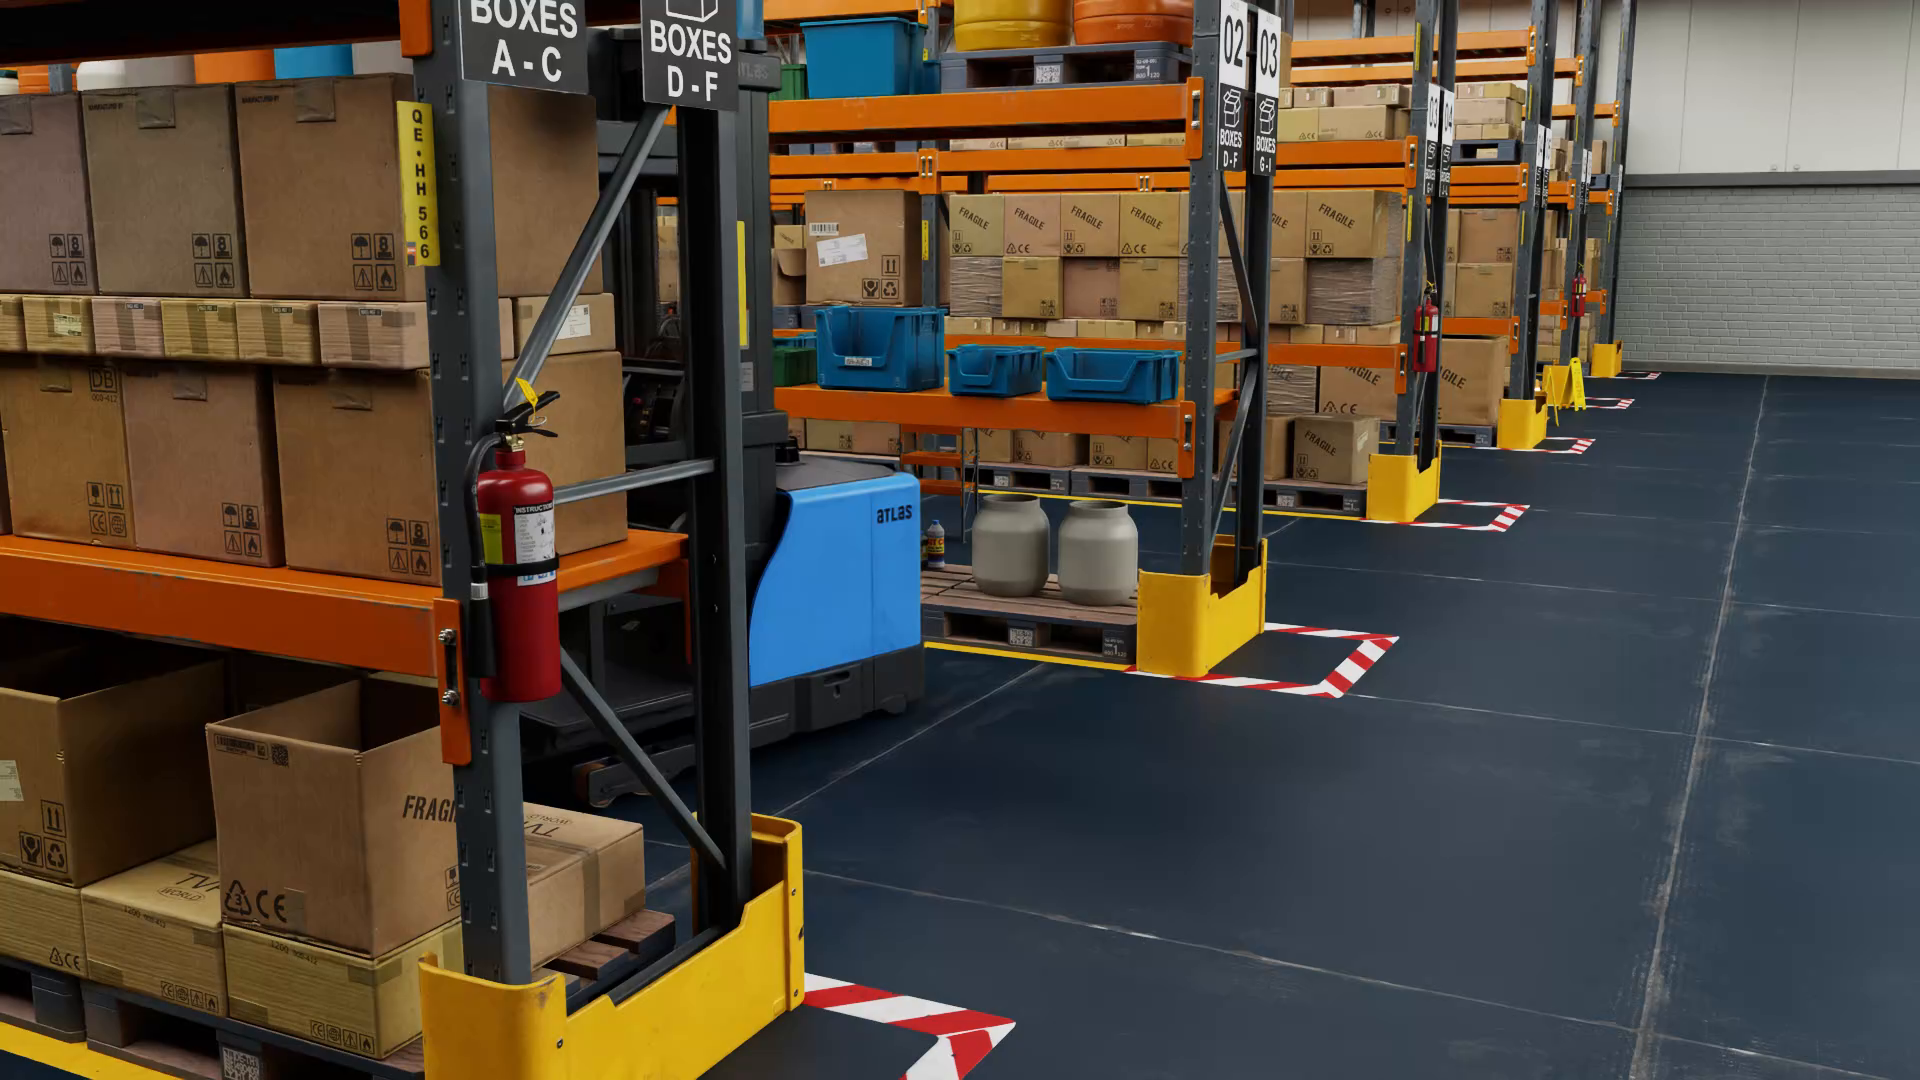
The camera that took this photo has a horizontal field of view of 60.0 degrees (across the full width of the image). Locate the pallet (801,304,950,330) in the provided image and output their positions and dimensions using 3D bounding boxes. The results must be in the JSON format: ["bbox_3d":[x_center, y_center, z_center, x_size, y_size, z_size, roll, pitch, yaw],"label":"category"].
[{"bbox_3d":[-0.668,-2.008,14.943,1.213,0.211,1.003,5,11,26],"label":"pallet"}]

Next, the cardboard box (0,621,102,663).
[{"bbox_3d":[-2.810,0.544,4.736,0.500,0.500,0.500,5,11,26],"label":"cardboard box"}]

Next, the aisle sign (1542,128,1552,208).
[{"bbox_3d":[6.022,-3.810,17.059,0.004,0.787,0.394,5,11,26],"label":"aisle sign"}]

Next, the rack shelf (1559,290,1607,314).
[{"bbox_3d":[8.324,-3.884,26.785,4.000,0.370,1.077,5,11,26],"label":"rack shelf"}]

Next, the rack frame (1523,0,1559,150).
[{"bbox_3d":[5.825,-5.440,16.522,0.127,3.000,1.000,5,11,26],"label":"rack frame"}]

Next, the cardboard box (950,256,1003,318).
[{"bbox_3d":[0.329,-2.170,14.179,0.500,0.500,0.875,5,11,26],"label":"cardboard box"}]

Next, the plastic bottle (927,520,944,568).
[{"bbox_3d":[-0.139,0.020,9.621,0.097,0.271,0.097,0,10,0],"label":"plastic bottle"}]

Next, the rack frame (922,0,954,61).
[{"bbox_3d":[-0.047,-4.971,13.931,0.127,3.000,1.000,5,11,26],"label":"rack frame"}]

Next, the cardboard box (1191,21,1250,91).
[{"bbox_3d":[2.038,-3.703,12.828,0.500,0.500,0.500,5,11,26],"label":"cardboard box"}]

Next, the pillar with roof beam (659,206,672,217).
[{"bbox_3d":[-8.155,-7.962,30.453,0.548,9.000,9.100,5,11,26],"label":"pillar with roof beam"}]

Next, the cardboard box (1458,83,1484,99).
[{"bbox_3d":[5.150,-4.481,16.652,0.250,0.149,0.380,5,11,26],"label":"cardboard box"}]

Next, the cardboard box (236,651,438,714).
[{"bbox_3d":[-1.678,0.538,4.770,0.500,0.500,0.500,5,11,26],"label":"cardboard box"}]

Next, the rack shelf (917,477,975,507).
[{"bbox_3d":[-0.148,-0.342,11.743,0.480,0.148,0.258,5,11,26],"label":"rack shelf"}]

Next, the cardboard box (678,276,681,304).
[{"bbox_3d":[-2.233,-2.299,15.250,0.500,0.250,0.500,5,11,24],"label":"cardboard box"}]

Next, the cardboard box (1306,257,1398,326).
[{"bbox_3d":[3.059,-1.947,12.952,0.500,0.500,0.875,5,11,26],"label":"cardboard box"}]

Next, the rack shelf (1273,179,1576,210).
[{"bbox_3d":[6.131,-4.566,22.136,4.000,0.370,1.077,5,11,26],"label":"rack shelf"}]

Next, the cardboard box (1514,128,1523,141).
[{"bbox_3d":[5.660,-4.175,17.198,0.250,0.149,0.380,5,11,26],"label":"cardboard box"}]

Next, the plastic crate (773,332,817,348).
[{"bbox_3d":[-1.126,-1.111,9.865,0.616,0.251,0.499,5,11,26],"label":"plastic crate"}]

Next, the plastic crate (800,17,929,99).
[{"bbox_3d":[-0.495,-2.483,8.652,0.575,0.384,0.392,5,11,26],"label":"plastic crate"}]

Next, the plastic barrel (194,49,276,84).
[{"bbox_3d":[-4.599,-3.080,10.697,0.708,0.830,0.600,5,11,26],"label":"plastic barrel"}]

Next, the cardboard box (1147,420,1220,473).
[{"bbox_3d":[1.883,-0.827,13.715,0.500,0.500,0.500,6,12,31],"label":"cardboard box"}]

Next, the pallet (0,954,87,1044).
[{"bbox_3d":[-2.641,1.100,5.060,1.213,0.211,1.003,5,11,26],"label":"pallet"}]

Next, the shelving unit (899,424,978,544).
[{"bbox_3d":[-0.148,-0.603,11.695,0.503,1.200,0.258,5,11,26],"label":"shelving unit"}]

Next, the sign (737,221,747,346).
[{"bbox_3d":[-0.596,-0.675,4.386,0.005,0.325,0.100,5,11,26],"label":"sign"}]

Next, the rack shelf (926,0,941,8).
[{"bbox_3d":[1.747,-4.458,13.124,4.000,0.370,1.077,5,11,26],"label":"rack shelf"}]

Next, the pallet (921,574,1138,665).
[{"bbox_3d":[0.533,0.396,8.951,1.213,0.211,1.003,5,11,26],"label":"pallet"}]

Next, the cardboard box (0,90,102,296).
[{"bbox_3d":[-2.233,-0.933,4.539,0.500,0.500,0.700,5,11,26],"label":"cardboard box"}]

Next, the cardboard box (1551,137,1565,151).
[{"bbox_3d":[7.491,-5.011,21.040,0.250,0.149,0.380,5,11,26],"label":"cardboard box"}]

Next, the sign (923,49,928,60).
[{"bbox_3d":[-0.289,-3.855,13.626,0.005,0.325,0.100,5,11,26],"label":"sign"}]

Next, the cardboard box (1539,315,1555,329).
[{"bbox_3d":[9.106,-3.451,26.111,0.500,0.250,0.500,5,12,27],"label":"cardboard box"}]

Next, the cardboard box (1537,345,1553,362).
[{"bbox_3d":[9.115,-2.961,26.209,0.500,0.250,0.500,5,11,26],"label":"cardboard box"}]

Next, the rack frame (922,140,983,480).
[{"bbox_3d":[-0.047,-2.019,14.465,0.127,3.000,1.000,5,11,26],"label":"rack frame"}]

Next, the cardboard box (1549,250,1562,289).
[{"bbox_3d":[7.623,-3.564,21.884,0.500,0.500,0.500,5,11,25],"label":"cardboard box"}]

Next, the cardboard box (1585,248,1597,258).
[{"bbox_3d":[9.683,-4.431,25.687,0.250,0.149,0.380,5,11,27],"label":"cardboard box"}]

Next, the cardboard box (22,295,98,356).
[{"bbox_3d":[-2.198,-0.572,4.364,0.250,0.149,0.380,5,12,28],"label":"cardboard box"}]

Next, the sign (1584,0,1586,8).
[{"bbox_3d":[7.661,-6.689,20.356,0.005,0.325,0.100,5,11,26],"label":"sign"}]

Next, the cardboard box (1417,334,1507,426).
[{"bbox_3d":[5.188,-1.692,17.445,0.875,0.875,0.875,5,11,26],"label":"cardboard box"}]

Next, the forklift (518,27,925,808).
[{"bbox_3d":[-1.531,-0.545,6.509,1.130,2.935,3.031,9,14,42],"label":"forklift"}]

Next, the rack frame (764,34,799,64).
[{"bbox_3d":[-2.836,-7.185,26.159,0.127,3.000,1.000,5,11,26],"label":"rack frame"}]

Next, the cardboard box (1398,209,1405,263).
[{"bbox_3d":[4.534,-3.223,17.664,0.550,0.550,0.875,5,11,26],"label":"cardboard box"}]

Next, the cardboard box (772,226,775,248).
[{"bbox_3d":[-3.156,-4.850,27.016,0.500,0.500,0.500,5,11,26],"label":"cardboard box"}]

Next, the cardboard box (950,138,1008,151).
[{"bbox_3d":[0.243,-3.345,13.789,0.500,0.250,0.500,5,11,24],"label":"cardboard box"}]

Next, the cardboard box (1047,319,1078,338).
[{"bbox_3d":[0.902,-1.749,13.678,0.250,0.149,0.380,5,11,26],"label":"cardboard box"}]

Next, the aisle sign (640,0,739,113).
[{"bbox_3d":[-0.652,-1.445,3.994,0.004,0.787,0.394,5,11,26],"label":"aisle sign"}]

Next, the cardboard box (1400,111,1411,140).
[{"bbox_3d":[3.222,-3.186,12.908,0.500,0.250,0.500,5,12,28],"label":"cardboard box"}]

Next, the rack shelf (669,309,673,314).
[{"bbox_3d":[-3.142,-2.922,21.474,4.000,0.370,1.077,5,11,26],"label":"rack shelf"}]

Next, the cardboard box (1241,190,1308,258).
[{"bbox_3d":[2.487,-2.434,12.833,0.500,0.500,0.500,5,11,26],"label":"cardboard box"}]

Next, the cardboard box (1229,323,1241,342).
[{"bbox_3d":[2.299,-1.650,13.129,0.250,0.149,0.380,5,11,26],"label":"cardboard box"}]

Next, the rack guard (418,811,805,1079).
[{"bbox_3d":[-0.825,1.110,4.196,0.348,0.500,1.175,5,11,26],"label":"rack guard"}]

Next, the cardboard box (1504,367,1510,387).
[{"bbox_3d":[7.060,-2.163,21.801,0.500,0.250,0.500,5,11,26],"label":"cardboard box"}]

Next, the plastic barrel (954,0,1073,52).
[{"bbox_3d":[0.270,-2.758,8.416,0.600,0.588,0.600,0,10,0],"label":"plastic barrel"}]
